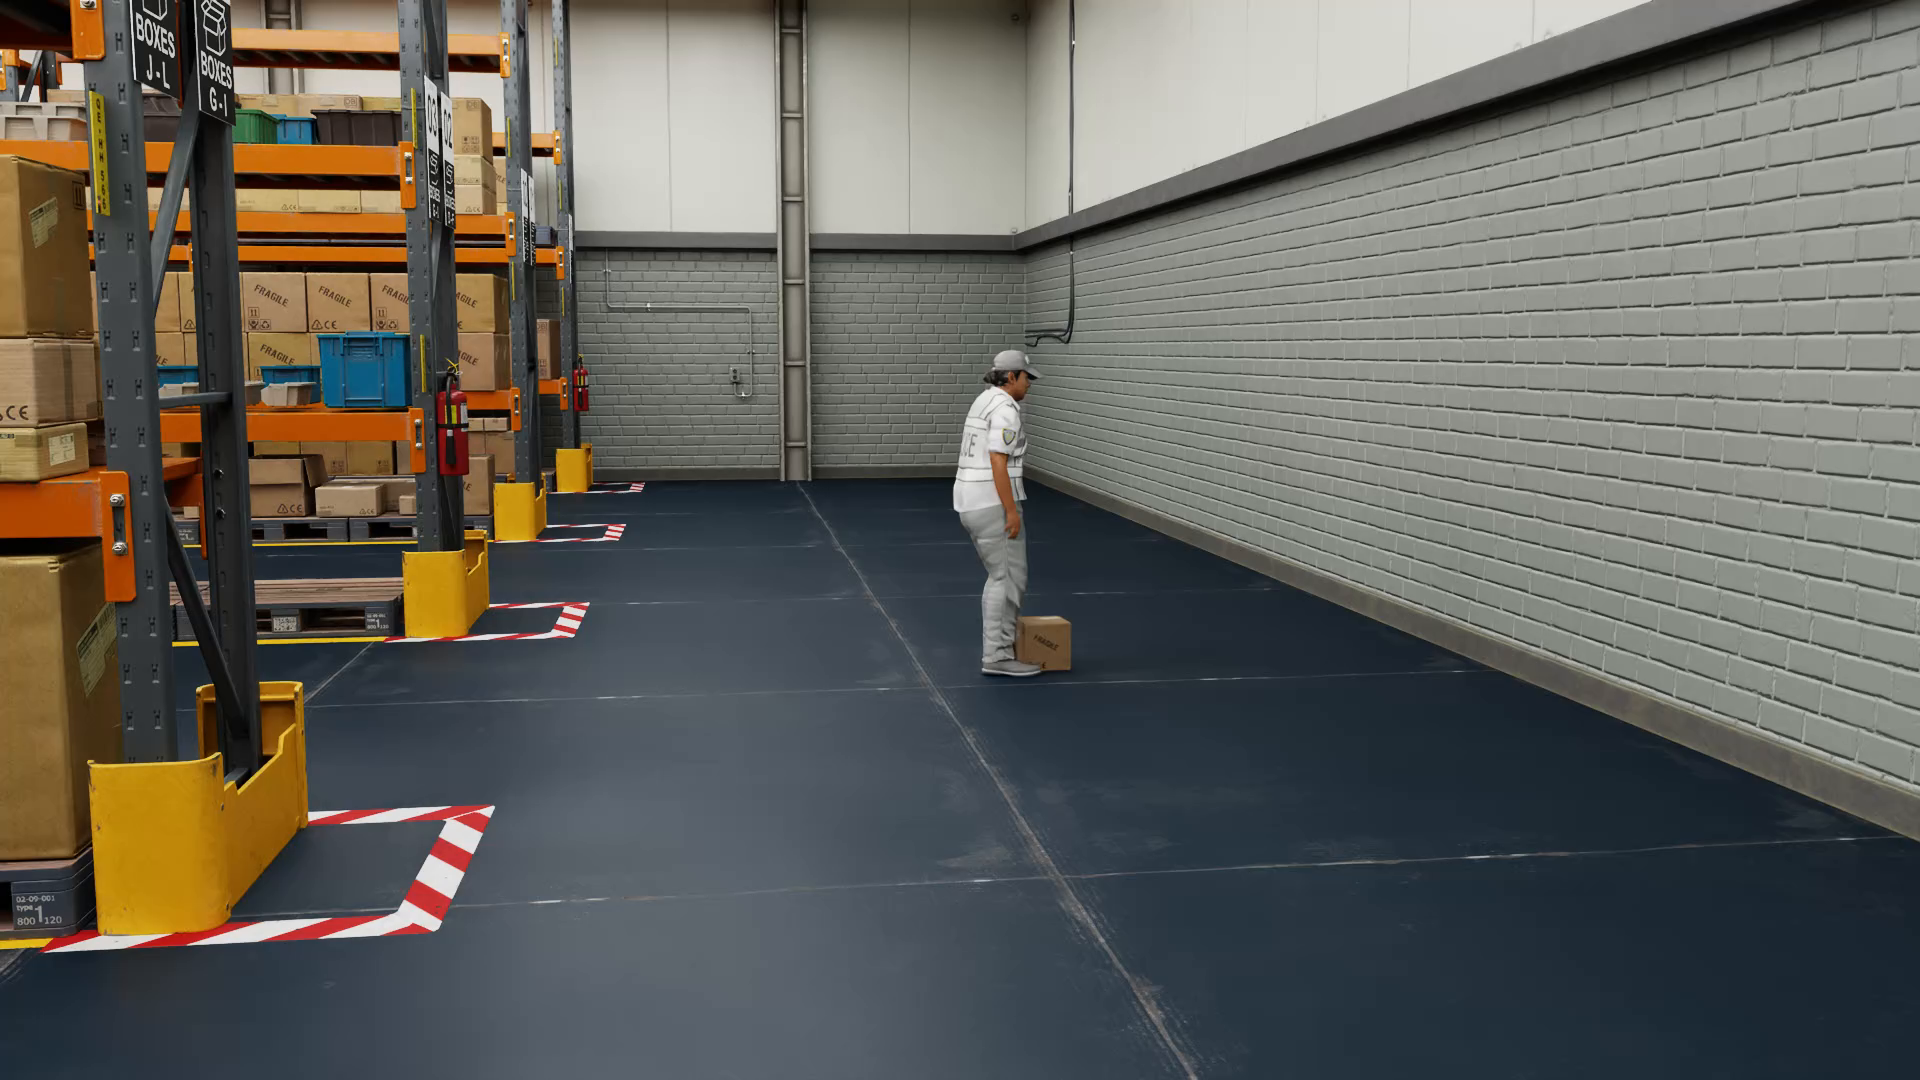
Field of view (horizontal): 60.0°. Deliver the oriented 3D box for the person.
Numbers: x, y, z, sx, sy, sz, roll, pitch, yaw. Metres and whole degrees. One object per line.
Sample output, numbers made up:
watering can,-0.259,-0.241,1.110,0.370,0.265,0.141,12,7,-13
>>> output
person,0.215,-0.152,8.634,0.469,1.664,0.547,-1,7,-11
